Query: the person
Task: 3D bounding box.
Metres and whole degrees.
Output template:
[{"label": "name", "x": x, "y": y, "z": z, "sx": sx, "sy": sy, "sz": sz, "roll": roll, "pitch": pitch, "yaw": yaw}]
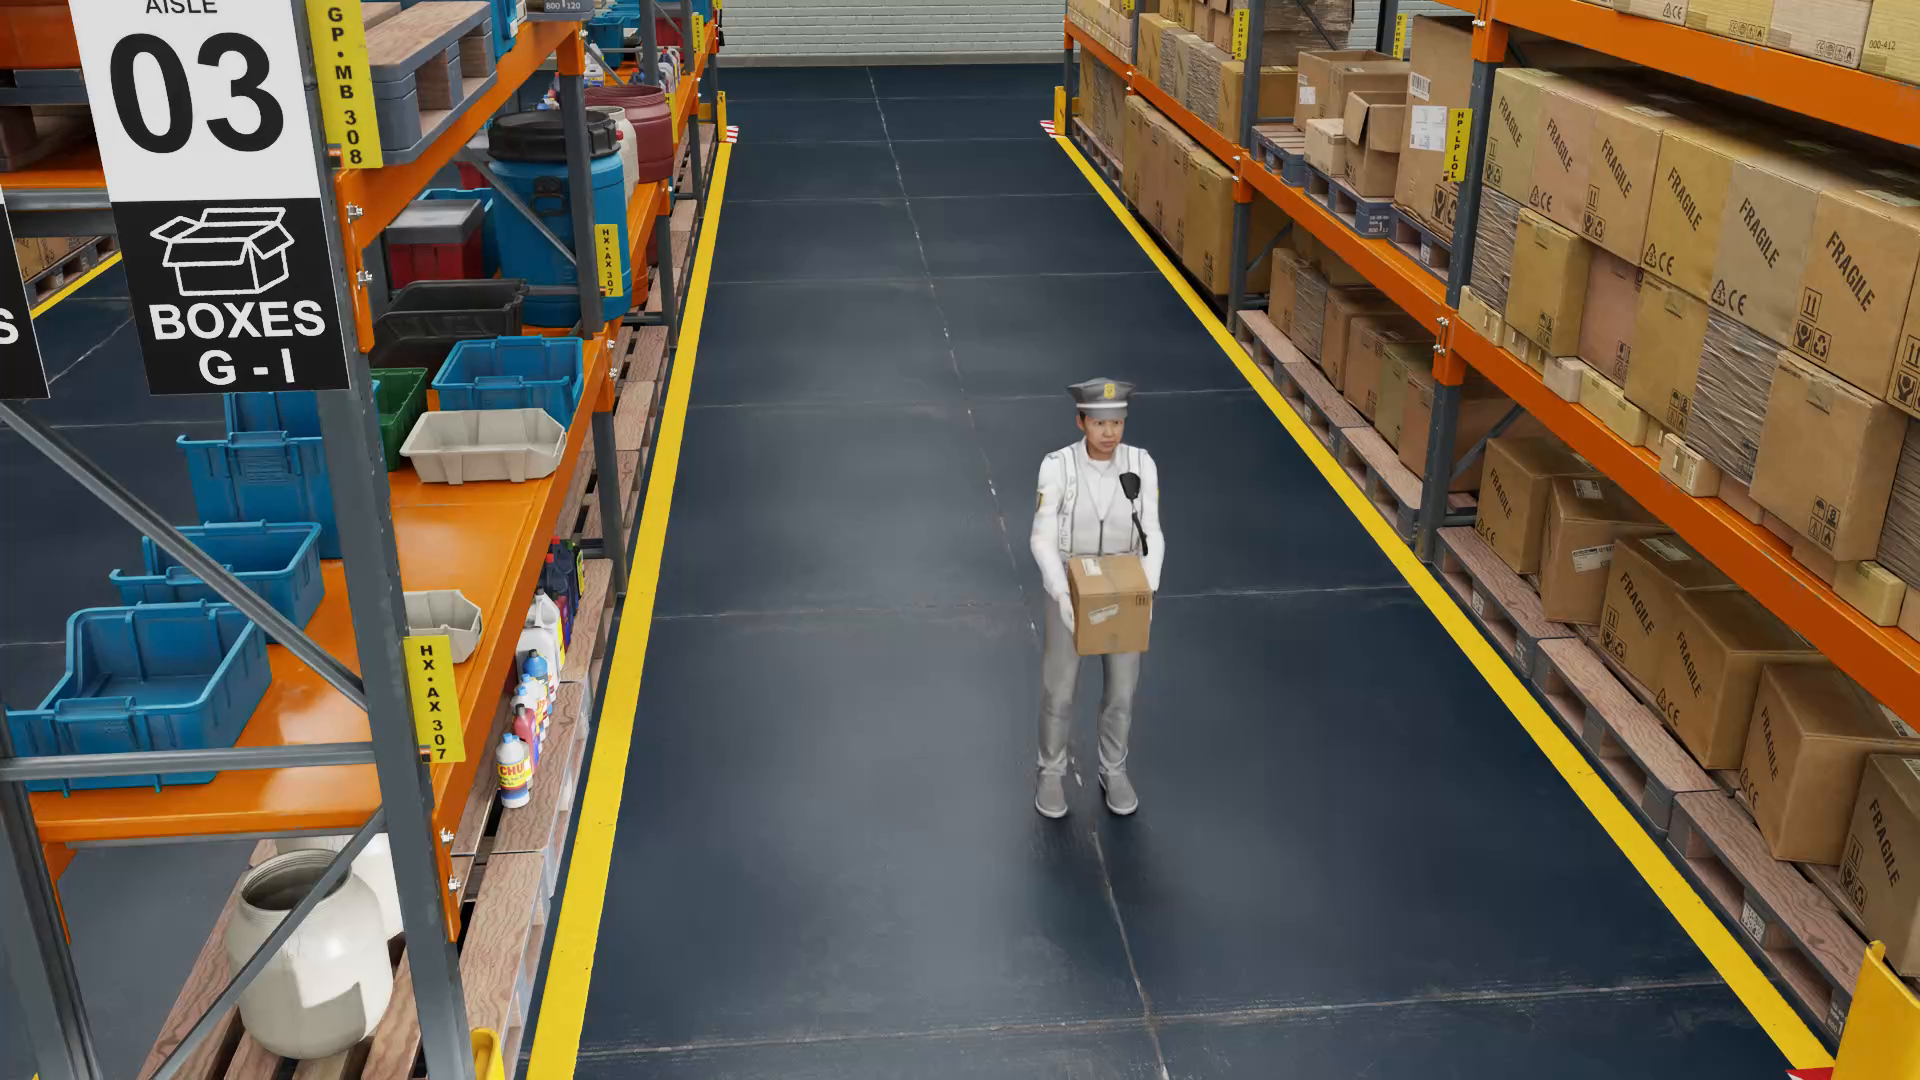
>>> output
[{"label": "person", "x": 0.501, "y": 0.234, "z": 6.034, "sx": 0.489, "sy": 1.692, "sz": 0.489, "roll": -2, "pitch": 24, "yaw": -6}]
